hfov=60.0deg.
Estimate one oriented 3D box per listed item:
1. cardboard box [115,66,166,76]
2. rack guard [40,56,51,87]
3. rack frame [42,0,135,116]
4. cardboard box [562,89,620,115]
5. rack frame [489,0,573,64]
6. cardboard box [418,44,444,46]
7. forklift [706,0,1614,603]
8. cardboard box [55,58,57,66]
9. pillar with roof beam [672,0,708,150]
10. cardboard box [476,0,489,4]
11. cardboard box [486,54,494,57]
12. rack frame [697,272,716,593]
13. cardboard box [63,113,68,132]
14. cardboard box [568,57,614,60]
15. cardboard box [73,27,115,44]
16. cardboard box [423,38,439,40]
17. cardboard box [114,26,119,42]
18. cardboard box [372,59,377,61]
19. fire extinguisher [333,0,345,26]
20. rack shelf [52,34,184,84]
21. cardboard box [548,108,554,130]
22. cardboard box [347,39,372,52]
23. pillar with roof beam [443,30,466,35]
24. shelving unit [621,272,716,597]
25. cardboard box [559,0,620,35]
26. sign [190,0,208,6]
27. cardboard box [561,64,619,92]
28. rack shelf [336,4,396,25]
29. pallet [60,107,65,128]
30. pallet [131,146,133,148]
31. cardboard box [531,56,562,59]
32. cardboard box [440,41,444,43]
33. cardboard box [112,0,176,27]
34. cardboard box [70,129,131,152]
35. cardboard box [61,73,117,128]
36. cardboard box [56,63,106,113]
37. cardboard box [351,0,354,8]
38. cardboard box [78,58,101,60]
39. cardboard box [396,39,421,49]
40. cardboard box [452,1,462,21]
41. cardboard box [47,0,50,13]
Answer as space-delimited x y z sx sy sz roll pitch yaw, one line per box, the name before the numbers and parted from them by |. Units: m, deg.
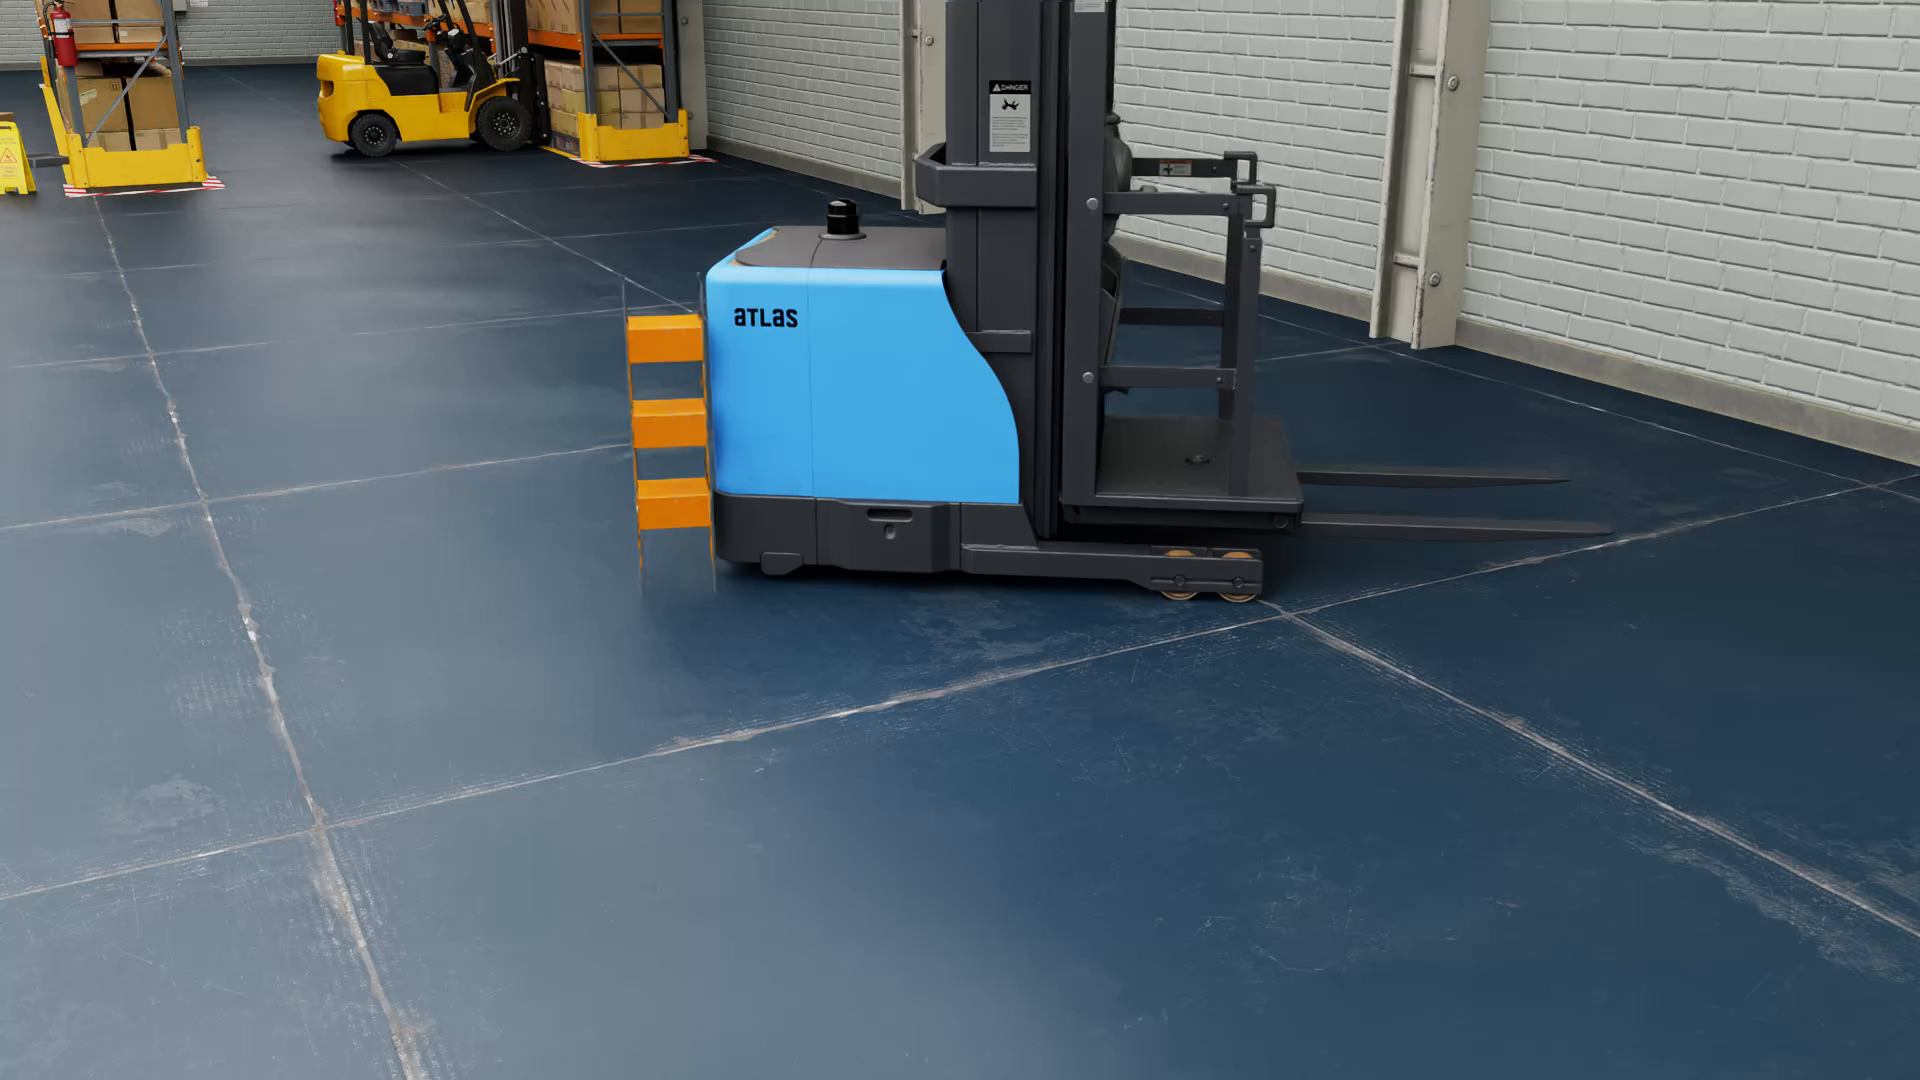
cardboard box | -8.859 -4.866 18.057 0.500 0.500 0.500 -9 21 -24
rack guard | -15.572 -8.303 29.428 1.175 0.500 0.348 -10 21 -27
rack frame | -11.762 -7.181 22.345 1.000 3.000 0.127 -10 21 -27
cardboard box | -4.103 -4.881 18.483 0.500 0.250 0.500 -10 22 -27
rack frame | -5.496 -6.803 21.248 1.000 3.000 0.127 -10 21 -27
cardboard box | -8.096 -7.533 25.558 0.380 0.149 0.250 -11 22 -28
forklift | 0.702 -1.360 5.580 3.031 2.935 1.130 2 19 6
cardboard box | -9.813 -5.337 18.426 0.380 0.149 0.250 -10 21 -26
pillar with roof beam | -6.923 -8.163 15.993 9.100 9.000 0.400 -10 21 -27
cardboard box | -5.954 -7.070 21.485 0.500 0.250 0.500 -10 22 -28
cardboard box | -6.474 -6.466 23.270 0.875 0.625 0.625 -11 22 -29
rack frame | -0.843 -0.351 5.538 0.008 1.050 0.200 -3 19 -11
cardboard box | -9.820 -4.721 18.785 0.500 0.250 0.500 -11 22 -29
cardboard box | -4.364 -5.630 19.886 0.500 0.250 0.500 -10 22 -28
cardboard box | -8.329 -4.840 15.945 0.380 0.149 0.250 -9 21 -25
cardboard box | -8.737 -8.287 27.744 0.380 0.149 0.250 -10 21 -27
cardboard box | -8.075 -4.966 16.309 0.380 0.149 0.250 -10 21 -26
cardboard box | -9.987 -8.223 28.910 0.396 0.266 0.258 -9 21 -25
fire extinguisher | -11.671 -10.006 31.220 0.296 0.674 0.183 -10 21 -27
rack shelf | -8.913 -5.119 17.470 1.077 0.370 4.000 -10 21 -27
cardboard box | -4.555 -4.929 19.388 0.500 0.250 0.500 -10 21 -26
cardboard box | -10.987 -9.076 31.019 0.797 0.503 0.637 -11 22 -29
pillar with roof beam | -12.621 -11.608 25.976 9.100 9.000 0.400 -10 21 -27
shelving unit | -0.963 -0.344 5.515 0.252 1.050 0.215 -3 19 -11
cardboard box | -4.061 -5.803 18.196 0.500 0.500 0.500 -11 22 -28
sign | -16.005 -11.468 34.912 0.329 0.494 0.001 -10 21 -27
cardboard box | -4.090 -5.110 18.380 0.500 0.250 0.500 -9 21 -25
rack shelf | -10.245 -9.334 29.685 1.077 0.370 4.000 -10 21 -27
pallet | -11.392 -5.639 22.149 1.003 0.211 1.213 -10 21 -27
pallet | -8.929 -4.177 17.913 1.003 0.211 1.213 -10 21 -27
cardboard box | -5.062 -5.698 20.083 0.500 0.250 0.500 -9 21 -25
cardboard box | -8.121 -7.920 26.678 0.380 0.149 0.250 -11 22 -29
cardboard box | -7.944 -5.252 16.143 0.500 0.500 0.500 -10 22 -27
cardboard box | -8.595 -3.981 16.641 0.500 0.250 0.500 -10 21 -27
cardboard box | -8.824 -4.477 16.929 0.500 0.500 0.500 -9 21 -25
cardboard box | -9.820 -5.075 18.663 0.500 0.500 0.500 -9 21 -24
cardboard box | -10.712 -9.615 29.781 0.380 0.149 0.250 -11 22 -28
cardboard box | -8.923 -4.802 16.876 0.380 0.149 0.250 -10 21 -26
cardboard box | -9.027 -8.139 27.315 0.380 0.149 0.250 -11 22 -29
cardboard box | -6.670 -7.274 22.843 0.500 0.250 0.500 -9 21 -25
cardboard box | -8.932 -5.474 16.789 0.500 0.500 0.500 -10 21 -27
